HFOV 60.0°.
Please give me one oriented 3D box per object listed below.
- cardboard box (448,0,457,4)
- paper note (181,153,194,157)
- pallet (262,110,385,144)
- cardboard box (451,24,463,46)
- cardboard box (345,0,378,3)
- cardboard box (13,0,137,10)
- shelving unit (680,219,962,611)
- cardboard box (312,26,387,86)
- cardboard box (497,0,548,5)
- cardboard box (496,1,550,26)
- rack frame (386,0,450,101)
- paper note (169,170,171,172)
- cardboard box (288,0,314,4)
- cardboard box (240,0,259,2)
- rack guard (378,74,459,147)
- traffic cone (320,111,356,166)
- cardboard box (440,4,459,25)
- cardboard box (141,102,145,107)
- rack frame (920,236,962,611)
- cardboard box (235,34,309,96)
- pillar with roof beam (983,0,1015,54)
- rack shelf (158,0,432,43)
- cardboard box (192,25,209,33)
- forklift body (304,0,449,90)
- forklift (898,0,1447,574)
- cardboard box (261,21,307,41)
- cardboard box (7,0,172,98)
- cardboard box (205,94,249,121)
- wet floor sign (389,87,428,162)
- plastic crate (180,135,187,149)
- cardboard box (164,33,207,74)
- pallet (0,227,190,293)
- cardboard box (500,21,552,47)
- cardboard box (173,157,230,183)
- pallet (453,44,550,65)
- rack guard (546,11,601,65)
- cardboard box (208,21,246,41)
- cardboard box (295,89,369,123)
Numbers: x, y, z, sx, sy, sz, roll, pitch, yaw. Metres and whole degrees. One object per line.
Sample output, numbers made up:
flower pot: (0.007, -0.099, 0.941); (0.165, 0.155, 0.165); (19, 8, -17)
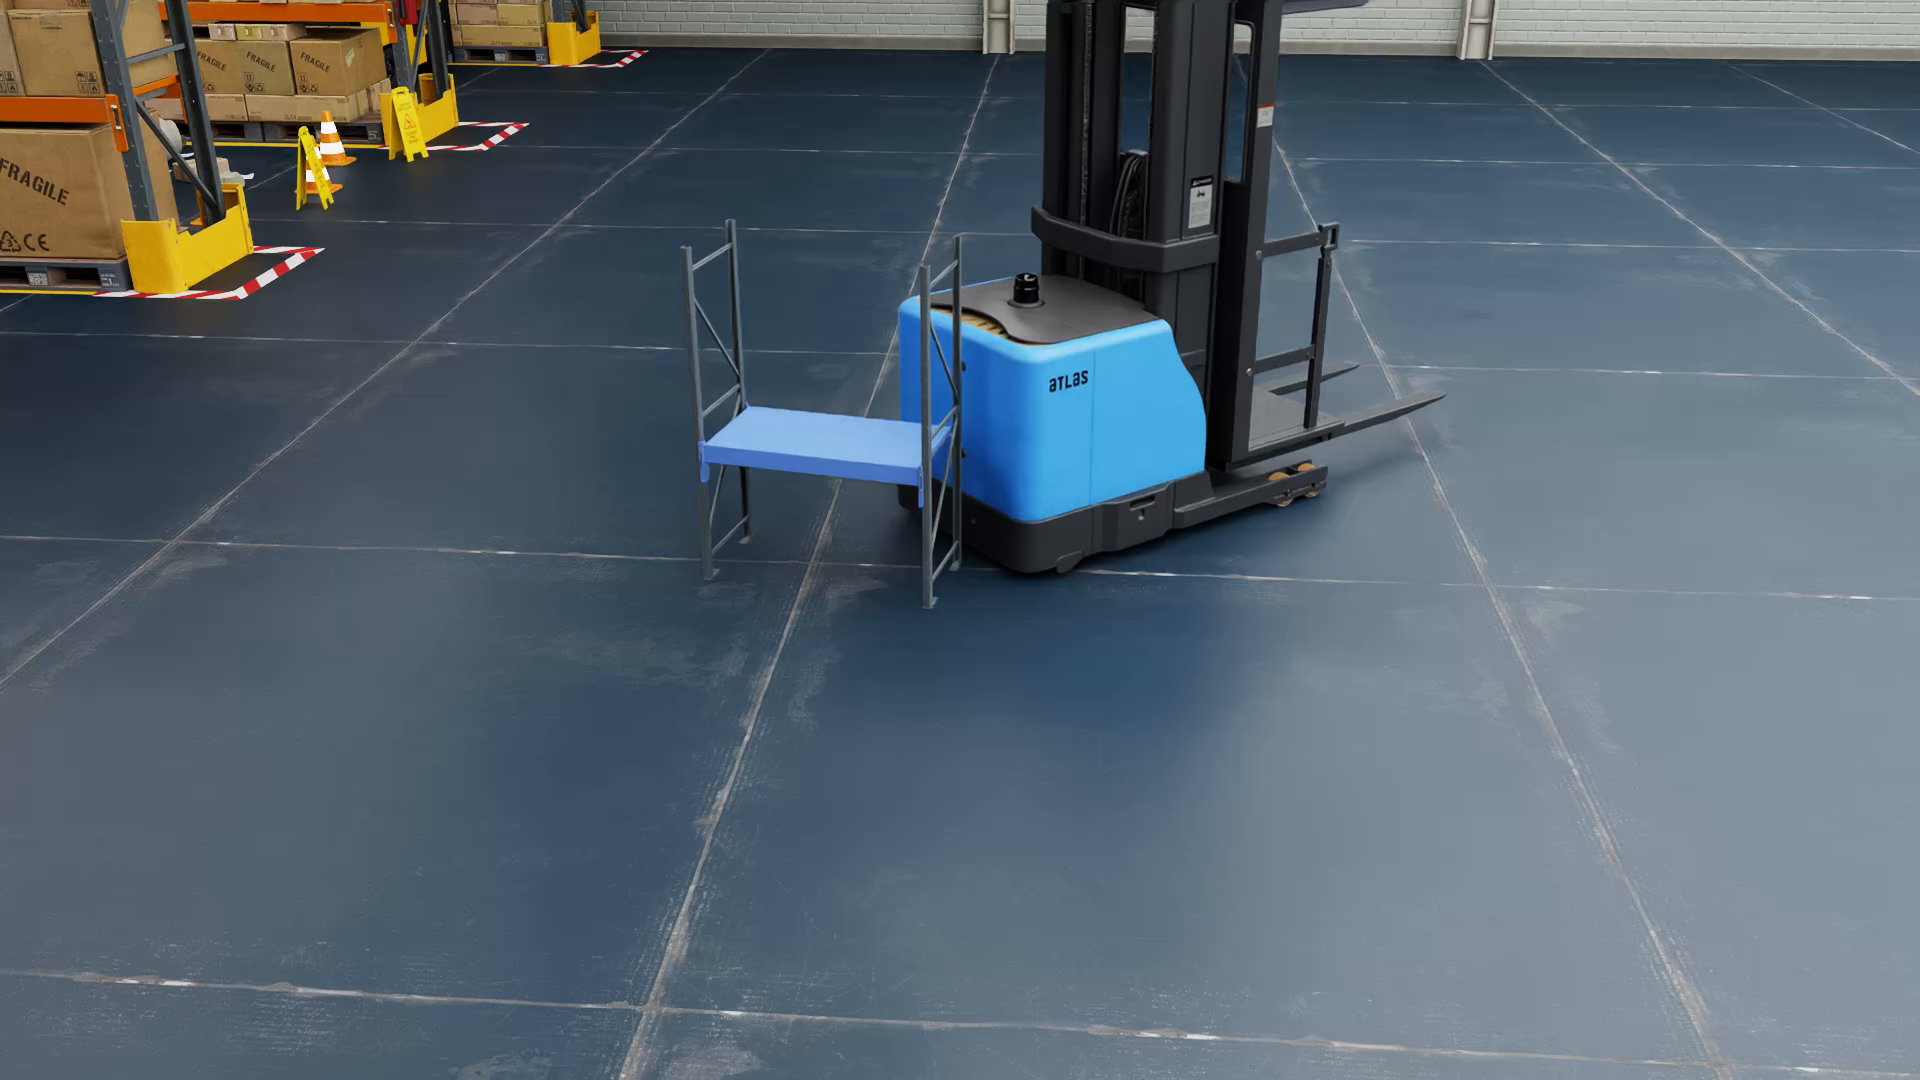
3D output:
cardboard box: (-6.355, -6.742, 20.405); (0.500, 0.250, 0.500); (2, 25, 5)
paper note: (-7.227, -3.606, 15.551); (0.148, 0.019, 0.142); (-7, 26, -14)
pallet: (-6.118, -4.143, 16.502); (1.213, 0.211, 1.003); (2, 25, 4)
cardboard box: (-6.345, -6.300, 20.641); (0.500, 0.250, 0.500); (2, 25, 5)
cardboard box: (-5.624, -5.176, 15.710); (0.250, 0.149, 0.380); (3, 25, 6)
cardboard box: (-5.880, -3.887, 11.138); (0.550, 0.550, 0.875); (2, 25, 4)
shelving unit: (-0.563, -0.541, 7.132); (1.048, 1.500, 0.538); (7, 26, 15)
cardboard box: (-6.042, -4.791, 16.463); (0.500, 0.500, 0.500); (1, 25, 2)
cardboard box: (-5.342, -6.716, 20.349); (0.500, 0.250, 0.500); (3, 25, 6)
cardboard box: (-5.368, -6.490, 20.454); (0.500, 0.250, 0.500); (2, 25, 3)
rack frame: (-5.235, -5.367, 15.825); (0.127, 3.000, 1.000); (2, 25, 4)
paper note: (-7.165, -3.303, 14.906); (0.142, 0.019, 0.148); (11, 27, 22)
cardboard box: (-6.139, -5.155, 15.664); (0.250, 0.149, 0.380); (1, 25, 3)
cardboard box: (-6.643, -5.217, 15.800); (0.250, 0.149, 0.380); (2, 25, 5)
rack guard: (-5.311, -4.234, 16.353); (0.348, 0.500, 1.175); (2, 25, 4)
traffic cone: (-5.762, -3.690, 15.217); (0.334, 0.463, 0.336); (2, 25, 4)
cardboard box: (-6.383, -6.518, 20.516); (0.500, 0.250, 0.500); (1, 25, 3)
cardboard box: (-8.122, -4.293, 16.278); (0.500, 0.250, 0.500); (3, 25, 7)
rack frame: (-0.075, -0.482, 7.004); (0.032, 1.500, 0.500); (7, 26, 15)
cardboard box: (-6.574, -4.581, 16.008); (0.500, 0.500, 0.500); (3, 25, 6)
pillar with roof beam: (0.169, -8.573, 15.615); (0.400, 9.000, 9.100); (2, 25, 4)
rack shelf: (-7.229, -5.104, 16.114); (4.000, 0.370, 1.077); (2, 25, 4)
cardboard box: (-7.597, -4.839, 16.567); (0.500, 0.500, 0.500); (3, 25, 7)
forklift body: (-6.889, -6.350, 18.978); (1.214, 2.155, 2.313); (2, 25, 4)
forklift: (1.195, -1.654, 7.839); (3.031, 2.935, 1.130); (-17, 30, -32)
cardboard box: (-6.425, -4.845, 15.804); (0.250, 0.149, 0.380); (3, 25, 6)
cardboard box: (-5.887, -3.362, 11.288); (0.550, 0.550, 0.875); (2, 25, 4)
cardboard box: (-7.100, -4.257, 16.199); (0.500, 0.250, 0.500); (1, 25, 2)
wet floor sign: (-5.127, -3.845, 15.335); (0.232, 0.644, 0.267); (11, 27, 22)
plastic crate: (-7.721, -3.776, 15.862); (0.583, 0.080, 0.402); (-7, 26, -14)
cardboard box: (-7.604, -4.616, 16.084); (0.500, 0.500, 0.500); (3, 25, 7)
pallet: (-6.316, -2.027, 11.902); (1.213, 0.211, 1.003); (2, 25, 4)
cardboard box: (-5.351, -6.261, 20.555); (0.500, 0.250, 0.500); (2, 25, 4)
cardboard box: (-6.696, -3.272, 14.682); (0.250, 0.149, 0.380); (16, 29, 31)
pallet: (-5.624, -6.176, 20.919); (1.213, 0.211, 1.003); (2, 25, 4)
rack guard: (-4.835, -6.299, 20.842); (0.348, 0.500, 1.175); (2, 25, 4)
cardboard box: (-6.938, -4.863, 15.844); (0.250, 0.149, 0.380); (3, 25, 6)
cardboard box: (-6.085, -4.223, 16.126); (0.500, 0.250, 0.500); (2, 25, 4)
